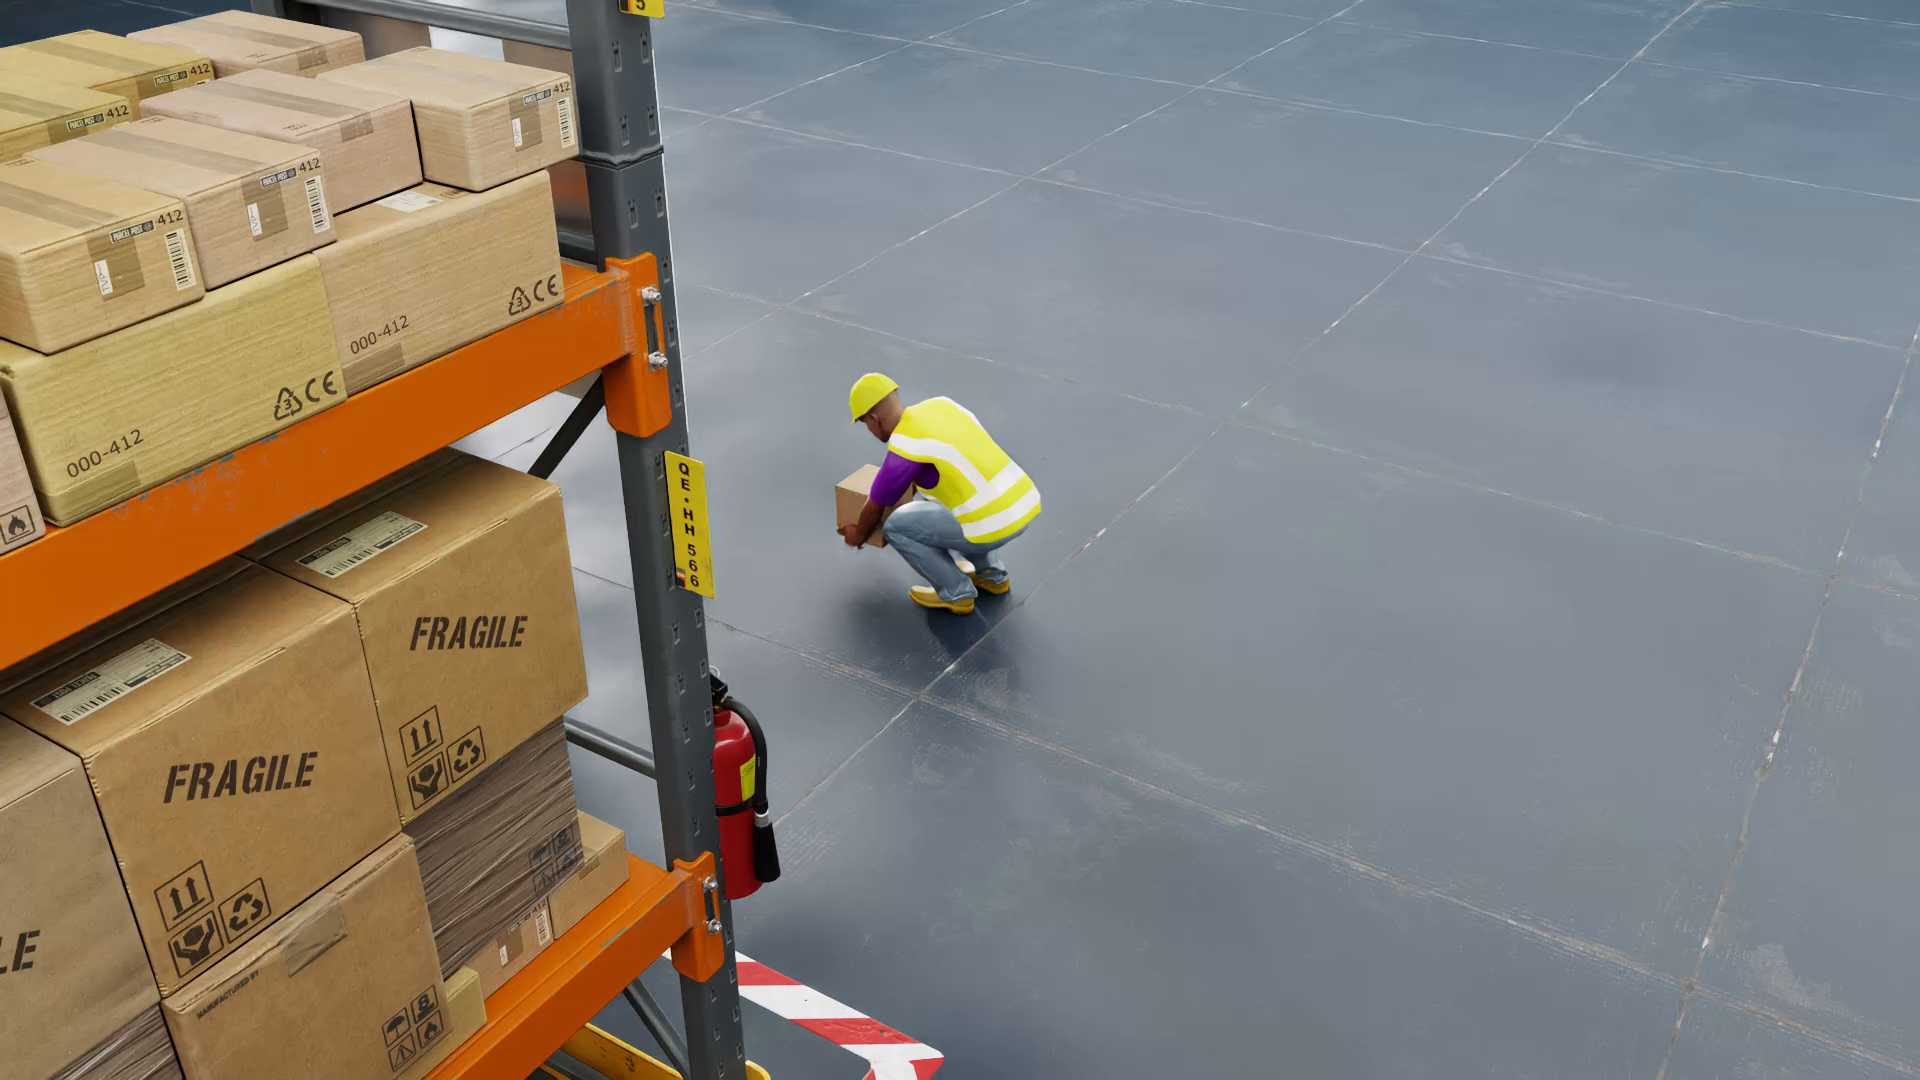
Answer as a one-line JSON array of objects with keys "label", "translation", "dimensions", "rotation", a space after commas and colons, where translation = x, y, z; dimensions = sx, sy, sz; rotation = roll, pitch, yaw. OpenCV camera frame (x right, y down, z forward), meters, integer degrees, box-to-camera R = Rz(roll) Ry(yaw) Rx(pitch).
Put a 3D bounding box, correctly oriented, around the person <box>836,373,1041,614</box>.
[{"label": "person", "translation": [-0.115, -0.205, 7.216], "dimensions": [0.897, 1.012, 0.546], "rotation": [17, 34, 26]}]
